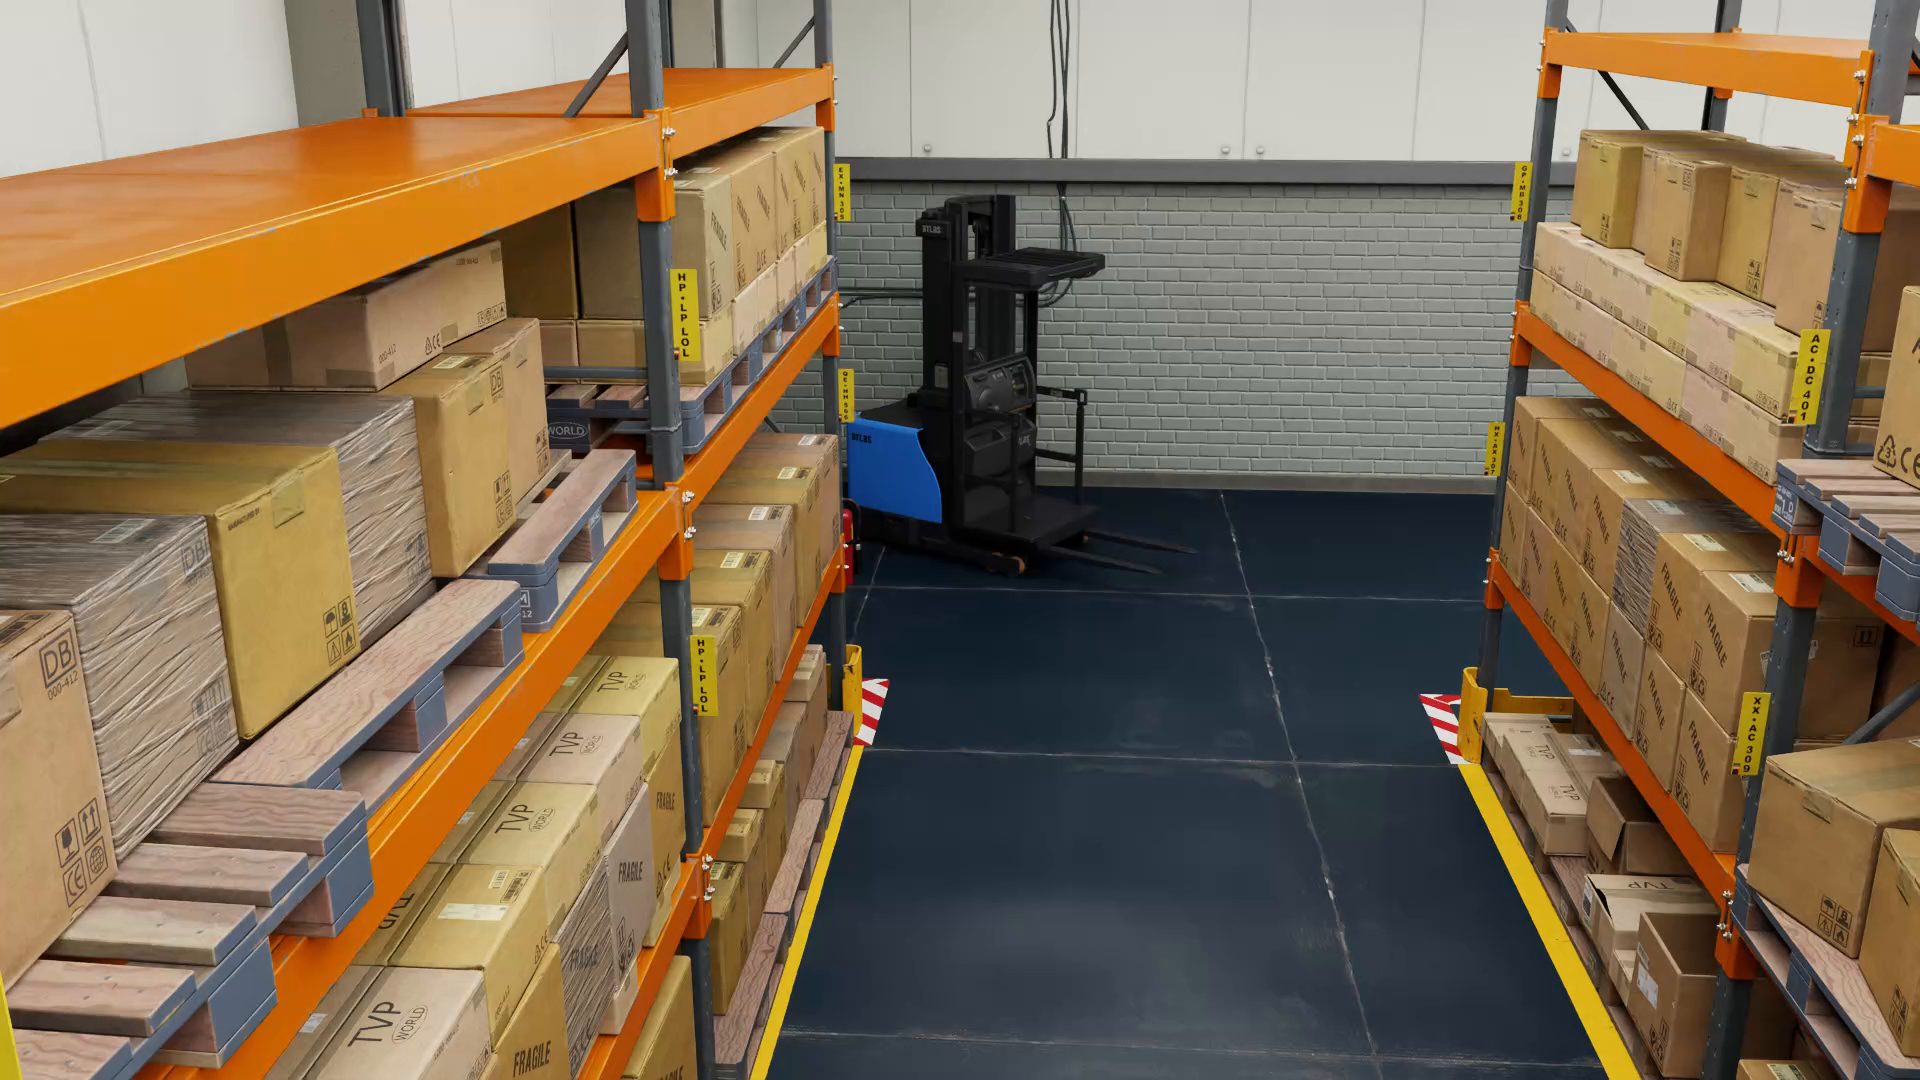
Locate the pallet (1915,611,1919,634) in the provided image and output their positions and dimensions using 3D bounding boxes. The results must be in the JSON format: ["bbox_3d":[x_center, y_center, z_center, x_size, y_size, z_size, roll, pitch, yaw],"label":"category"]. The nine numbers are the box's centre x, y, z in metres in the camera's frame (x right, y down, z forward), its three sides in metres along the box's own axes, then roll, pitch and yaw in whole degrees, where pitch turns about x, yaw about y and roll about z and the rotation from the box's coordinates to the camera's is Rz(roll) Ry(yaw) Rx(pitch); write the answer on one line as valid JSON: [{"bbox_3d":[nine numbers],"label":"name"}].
[{"bbox_3d":[3.238,0.315,4.128,1.213,0.211,1.003,1,18,4],"label":"pallet"}]

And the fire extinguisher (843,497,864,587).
[{"bbox_3d":[-0.757,-0.046,10.469,0.296,0.674,0.183,1,18,4],"label":"fire extinguisher"}]

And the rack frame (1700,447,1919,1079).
[{"bbox_3d":[3.426,1.128,6.162,1.000,3.000,0.127,1,18,4],"label":"rack frame"}]

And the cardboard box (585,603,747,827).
[{"bbox_3d":[-1.460,0.708,6.962,0.980,0.700,0.700,2,18,5],"label":"cardboard box"}]

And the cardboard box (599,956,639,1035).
[{"bbox_3d":[-1.275,1.482,5.455,0.380,0.149,0.250,1,18,4],"label":"cardboard box"}]

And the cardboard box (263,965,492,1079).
[{"bbox_3d":[-1.442,1.249,3.919,0.500,0.250,0.500,1,18,4],"label":"cardboard box"}]

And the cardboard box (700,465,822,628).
[{"bbox_3d":[-1.296,0.019,9.066,0.980,0.700,0.700,1,18,3],"label":"cardboard box"}]

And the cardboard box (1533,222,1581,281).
[{"bbox_3d":[3.417,-1.552,8.963,0.500,0.250,0.500,1,18,4],"label":"cardboard box"}]

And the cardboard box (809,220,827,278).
[{"bbox_3d":[-1.016,-1.591,9.050,0.500,0.250,0.500,2,18,6],"label":"cardboard box"}]

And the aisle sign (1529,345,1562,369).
[{"bbox_3d":[3.425,-1.377,9.633,0.394,0.787,0.004,1,18,4],"label":"aisle sign"}]

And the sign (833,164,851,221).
[{"bbox_3d":[-0.688,-2.015,9.645,0.100,0.325,0.005,1,18,4],"label":"sign"}]

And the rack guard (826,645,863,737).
[{"bbox_3d":[-1.226,0.957,10.699,1.175,0.500,0.348,1,18,4],"label":"rack guard"}]

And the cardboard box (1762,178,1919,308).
[{"bbox_3d":[3.600,-1.124,6.451,0.700,0.500,0.500,1,18,4],"label":"cardboard box"}]

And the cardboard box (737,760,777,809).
[{"bbox_3d":[-1.115,1.205,8.228,0.380,0.149,0.250,1,18,2],"label":"cardboard box"}]

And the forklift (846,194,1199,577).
[{"bbox_3d":[0.506,-1.280,13.621,3.031,2.935,1.130,13,22,34],"label":"forklift"}]

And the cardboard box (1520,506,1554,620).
[{"bbox_3d":[3.387,0.131,9.046,0.500,0.500,0.500,1,18,3],"label":"cardboard box"}]

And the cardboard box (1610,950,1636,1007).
[{"bbox_3d":[3.151,1.973,7.456,0.380,0.149,0.250,1,18,4],"label":"cardboard box"}]

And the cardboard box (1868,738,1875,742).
[{"bbox_3d":[3.735,0.929,6.611,0.500,0.500,0.500,2,18,5],"label":"cardboard box"}]

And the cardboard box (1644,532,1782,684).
[{"bbox_3d":[3.238,0.284,6.974,0.500,0.500,0.500,1,18,3],"label":"cardboard box"}]

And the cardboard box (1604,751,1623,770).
[{"bbox_3d":[3.801,1.322,9.416,0.380,0.166,0.250,1,18,4],"label":"cardboard box"}]

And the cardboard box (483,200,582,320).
[{"bbox_3d":[-1.697,-1.161,6.533,0.500,0.500,0.500,1,18,3],"label":"cardboard box"}]

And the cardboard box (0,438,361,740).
[{"bbox_3d":[-1.786,0.090,3.646,0.700,0.500,0.500,2,18,7],"label":"cardboard box"}]

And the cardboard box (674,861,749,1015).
[{"bbox_3d":[-1.359,1.777,7.522,0.700,0.500,0.500,2,18,5],"label":"cardboard box"}]

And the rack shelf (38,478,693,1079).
[{"bbox_3d":[-1.658,0.557,4.245,1.077,0.370,4.000,1,18,4],"label":"rack shelf"}]

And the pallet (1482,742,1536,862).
[{"bbox_3d":[3.651,1.483,9.560,1.003,0.211,1.213,1,18,4],"label":"pallet"}]

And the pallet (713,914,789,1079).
[{"bbox_3d":[-1.382,2.110,7.646,1.003,0.211,1.213,1,18,4],"label":"pallet"}]

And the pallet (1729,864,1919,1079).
[{"bbox_3d":[3.260,1.465,5.442,1.003,0.211,1.213,1,18,4],"label":"pallet"}]

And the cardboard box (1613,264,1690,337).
[{"bbox_3d":[3.304,-1.086,7.541,0.500,0.250,0.500,1,18,4],"label":"cardboard box"}]

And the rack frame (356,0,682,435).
[{"bbox_3d":[-1.515,-1.832,5.562,1.000,3.000,0.127,1,18,4],"label":"rack frame"}]

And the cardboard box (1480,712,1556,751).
[{"bbox_3d":[3.340,1.154,9.955,0.380,0.149,0.250,1,18,4],"label":"cardboard box"}]

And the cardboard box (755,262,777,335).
[{"bbox_3d":[-1.122,-1.108,7.577,0.500,0.250,0.500,1,18,2],"label":"cardboard box"}]

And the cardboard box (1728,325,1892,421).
[{"bbox_3d":[3.190,-0.620,6.120,0.500,0.250,0.500,1,18,4],"label":"cardboard box"}]

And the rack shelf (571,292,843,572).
[{"bbox_3d":[-1.371,-0.686,8.037,1.077,0.370,4.000,1,18,4],"label":"rack shelf"}]

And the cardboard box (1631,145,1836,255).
[{"bbox_3d":[3.643,-1.591,7.878,0.700,0.500,0.500,1,18,4],"label":"cardboard box"}]

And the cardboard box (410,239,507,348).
[{"bbox_3d":[-1.709,-0.749,5.003,0.500,0.250,0.500,3,18,8],"label":"cardboard box"}]

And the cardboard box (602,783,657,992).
[{"bbox_3d":[-1.323,1.128,5.492,0.500,0.500,0.500,1,18,4],"label":"cardboard box"}]

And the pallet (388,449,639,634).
[{"bbox_3d":[-1.531,-0.030,5.186,0.805,0.209,1.217,1,18,2],"label":"pallet"}]

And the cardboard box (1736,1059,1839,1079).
[{"bbox_3d":[3.149,2.252,6.041,0.500,0.500,0.500,0,18,1],"label":"cardboard box"}]

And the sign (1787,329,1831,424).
[{"bbox_3d":[2.885,-0.552,5.644,0.100,0.325,0.005,1,18,4],"label":"sign"}]

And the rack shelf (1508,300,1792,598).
[{"bbox_3d":[3.570,-0.576,7.703,1.077,0.370,4.000,1,18,4],"label":"rack shelf"}]

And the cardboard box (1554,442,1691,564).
[{"bbox_3d":[3.348,-0.187,8.410,0.500,0.500,0.500,2,18,5],"label":"cardboard box"}]

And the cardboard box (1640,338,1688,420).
[{"bbox_3d":[3.270,-0.693,7.145,0.500,0.250,0.500,1,18,4],"label":"cardboard box"}]

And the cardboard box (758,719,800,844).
[{"bbox_3d":[-1.250,1.296,8.990,0.700,0.500,0.500,1,18,2],"label":"cardboard box"}]

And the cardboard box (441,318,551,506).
[{"bbox_3d":[-1.688,-0.392,5.118,0.700,0.500,0.500,0,18,1],"label":"cardboard box"}]

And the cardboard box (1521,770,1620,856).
[{"bbox_3d":[3.319,1.457,8.869,0.500,0.250,0.500,1,18,4],"label":"cardboard box"}]

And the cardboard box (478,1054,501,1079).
[{"bbox_3d":[-1.428,1.601,4.049,0.500,0.500,0.500,1,18,4],"label":"cardboard box"}]

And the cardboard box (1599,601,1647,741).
[{"bbox_3d":[3.276,0.600,7.614,0.500,0.500,0.500,2,18,5],"label":"cardboard box"}]

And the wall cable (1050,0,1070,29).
[{"bbox_3d":[2.232,-5.687,14.203,3.097,2.526,0.112,1,18,4],"label":"wall cable"}]

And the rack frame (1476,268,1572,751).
[{"bbox_3d":[3.713,-0.114,9.953,1.000,3.000,0.127,1,18,4],"label":"rack frame"}]

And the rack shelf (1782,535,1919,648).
[{"bbox_3d":[3.283,0.666,3.911,1.077,0.370,4.000,1,18,4],"label":"rack shelf"}]

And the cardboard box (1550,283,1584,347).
[{"bbox_3d":[3.374,-1.159,8.567,0.500,0.250,0.500,1,18,4],"label":"cardboard box"}]

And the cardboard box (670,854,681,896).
[{"bbox_3d":[-1.257,1.240,6.192,0.380,0.149,0.250,1,18,4],"label":"cardboard box"}]

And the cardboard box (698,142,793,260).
[{"bbox_3d":[-1.084,-1.630,7.965,0.500,0.500,0.500,0,18,1],"label":"cardboard box"}]

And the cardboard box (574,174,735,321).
[{"bbox_3d":[-1.184,-1.154,6.511,0.500,0.500,0.500,1,18,3],"label":"cardboard box"}]
